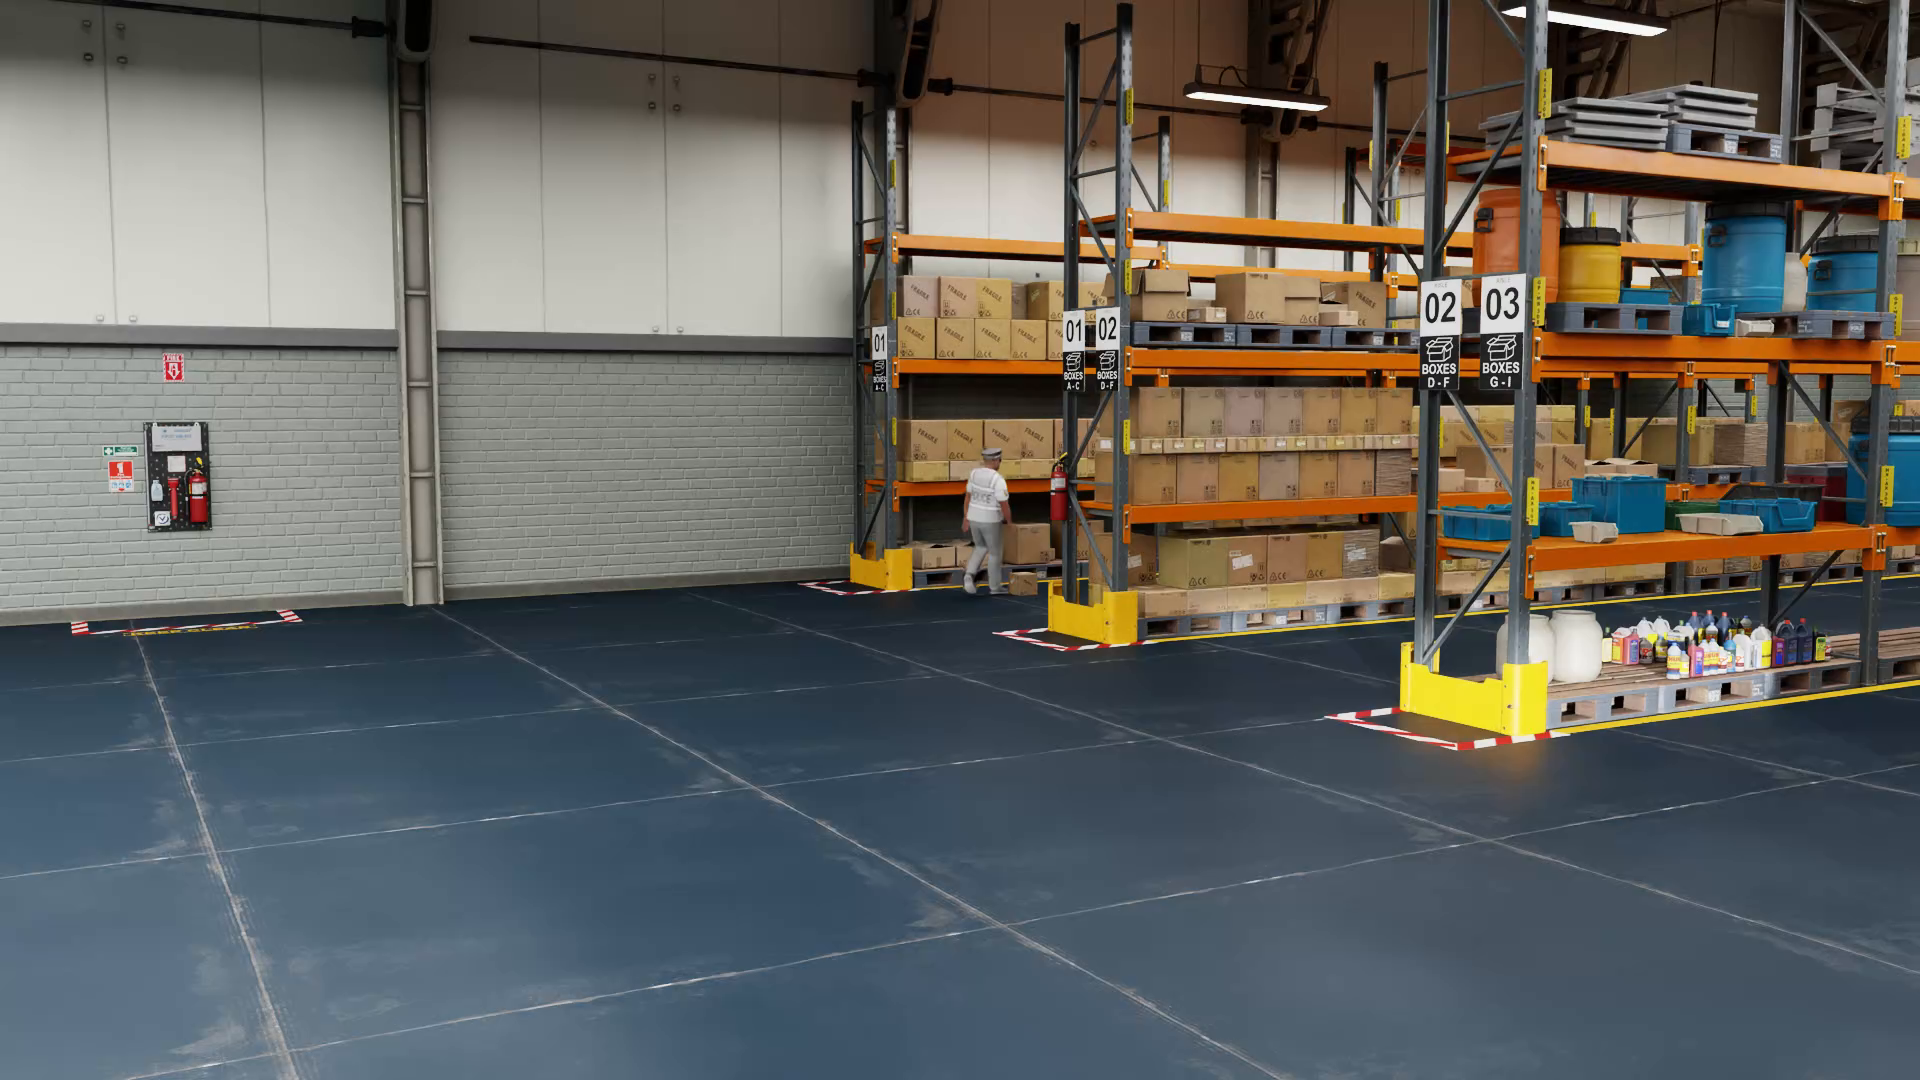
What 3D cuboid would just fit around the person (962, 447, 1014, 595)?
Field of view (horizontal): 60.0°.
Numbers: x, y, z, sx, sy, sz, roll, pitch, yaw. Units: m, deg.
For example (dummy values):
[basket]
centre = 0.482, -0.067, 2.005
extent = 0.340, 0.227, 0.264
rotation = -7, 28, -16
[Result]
[person]
centre = 0.382, -0.219, 19.598
extent = 0.627, 1.758, 0.608
rotation = 5, 7, 42
